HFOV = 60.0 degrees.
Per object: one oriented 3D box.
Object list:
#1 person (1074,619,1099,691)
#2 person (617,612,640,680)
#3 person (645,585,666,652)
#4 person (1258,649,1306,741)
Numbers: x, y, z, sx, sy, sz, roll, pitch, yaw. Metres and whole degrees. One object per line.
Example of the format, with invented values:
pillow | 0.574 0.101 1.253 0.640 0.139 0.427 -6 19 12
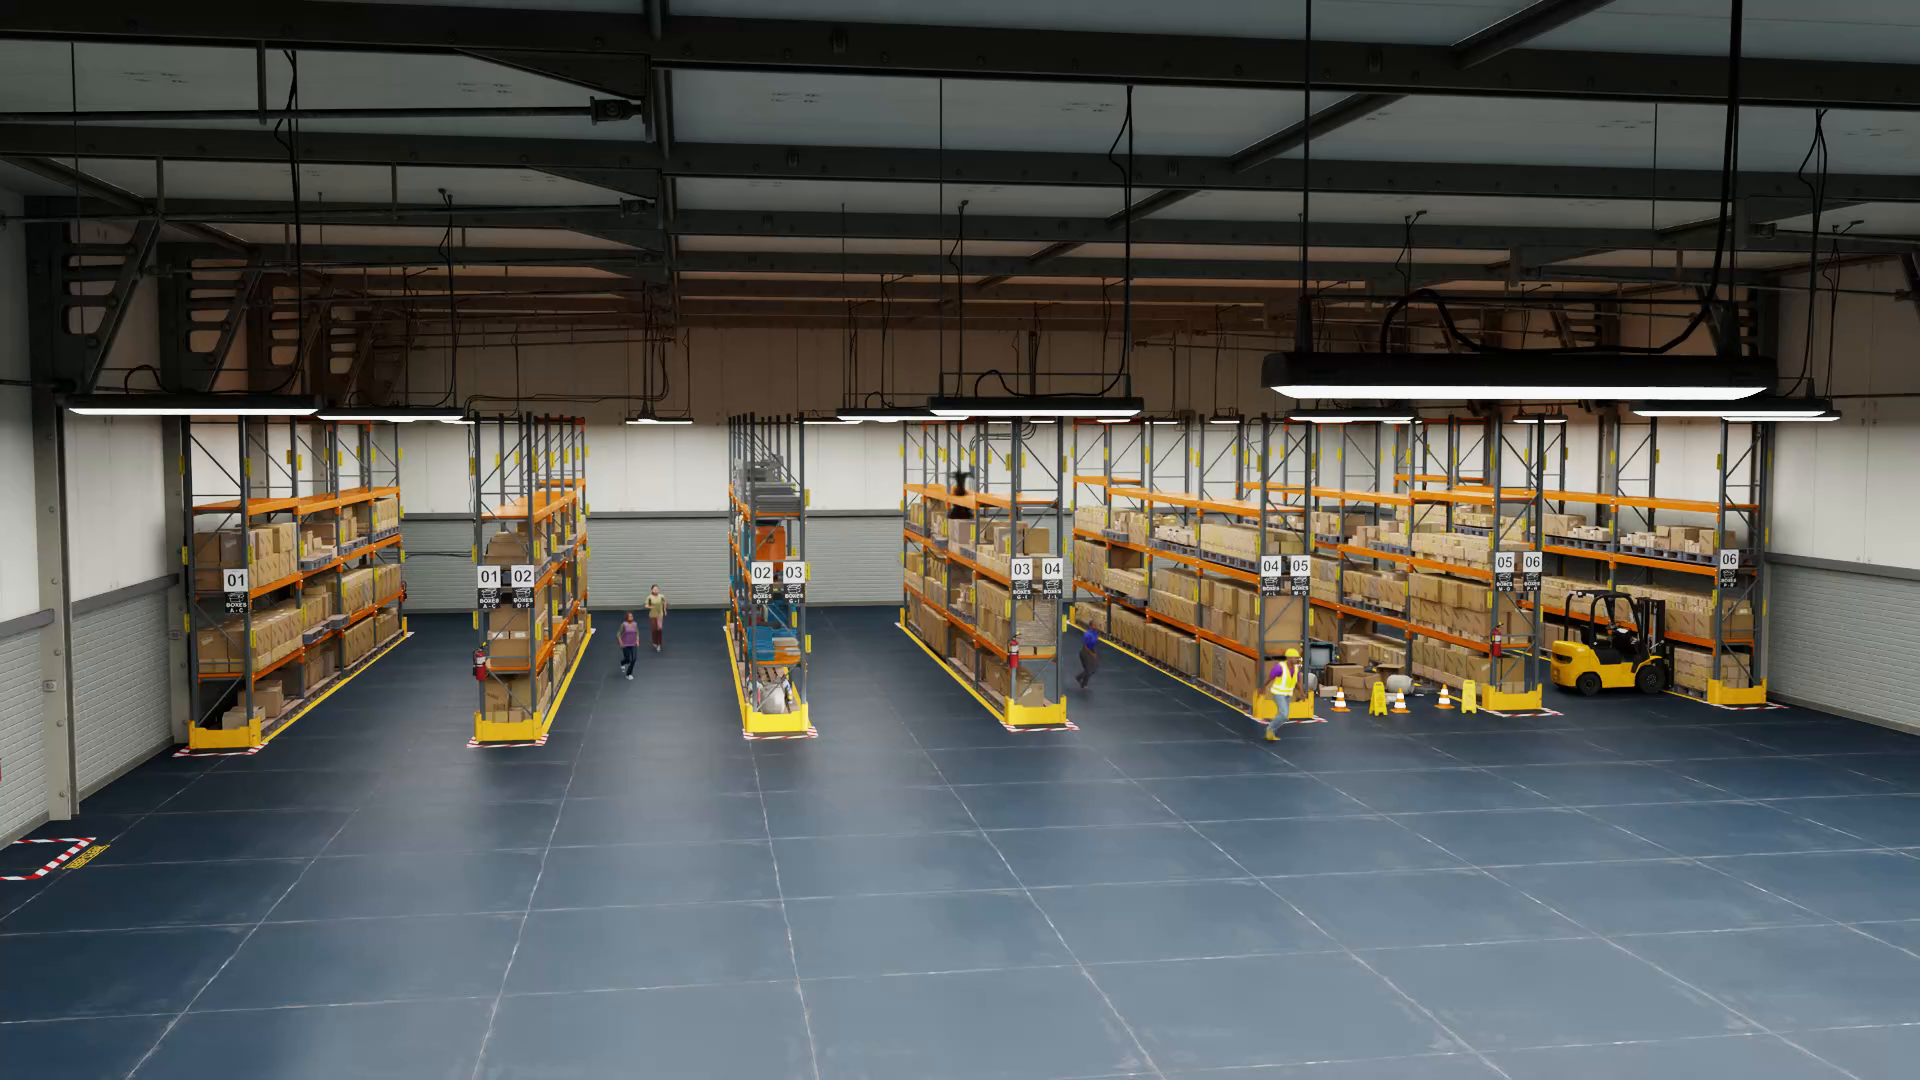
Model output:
person | 2.743 2.484 36.054 0.731 1.571 0.545 3 5 37
person | -7.530 2.390 37.766 0.524 1.544 0.575 -2 4 -28
person | -7.800 2.014 42.638 0.526 1.668 0.798 -1 4 -8
person | 5.871 2.810 30.190 0.675 1.707 0.689 -3 5 -38
